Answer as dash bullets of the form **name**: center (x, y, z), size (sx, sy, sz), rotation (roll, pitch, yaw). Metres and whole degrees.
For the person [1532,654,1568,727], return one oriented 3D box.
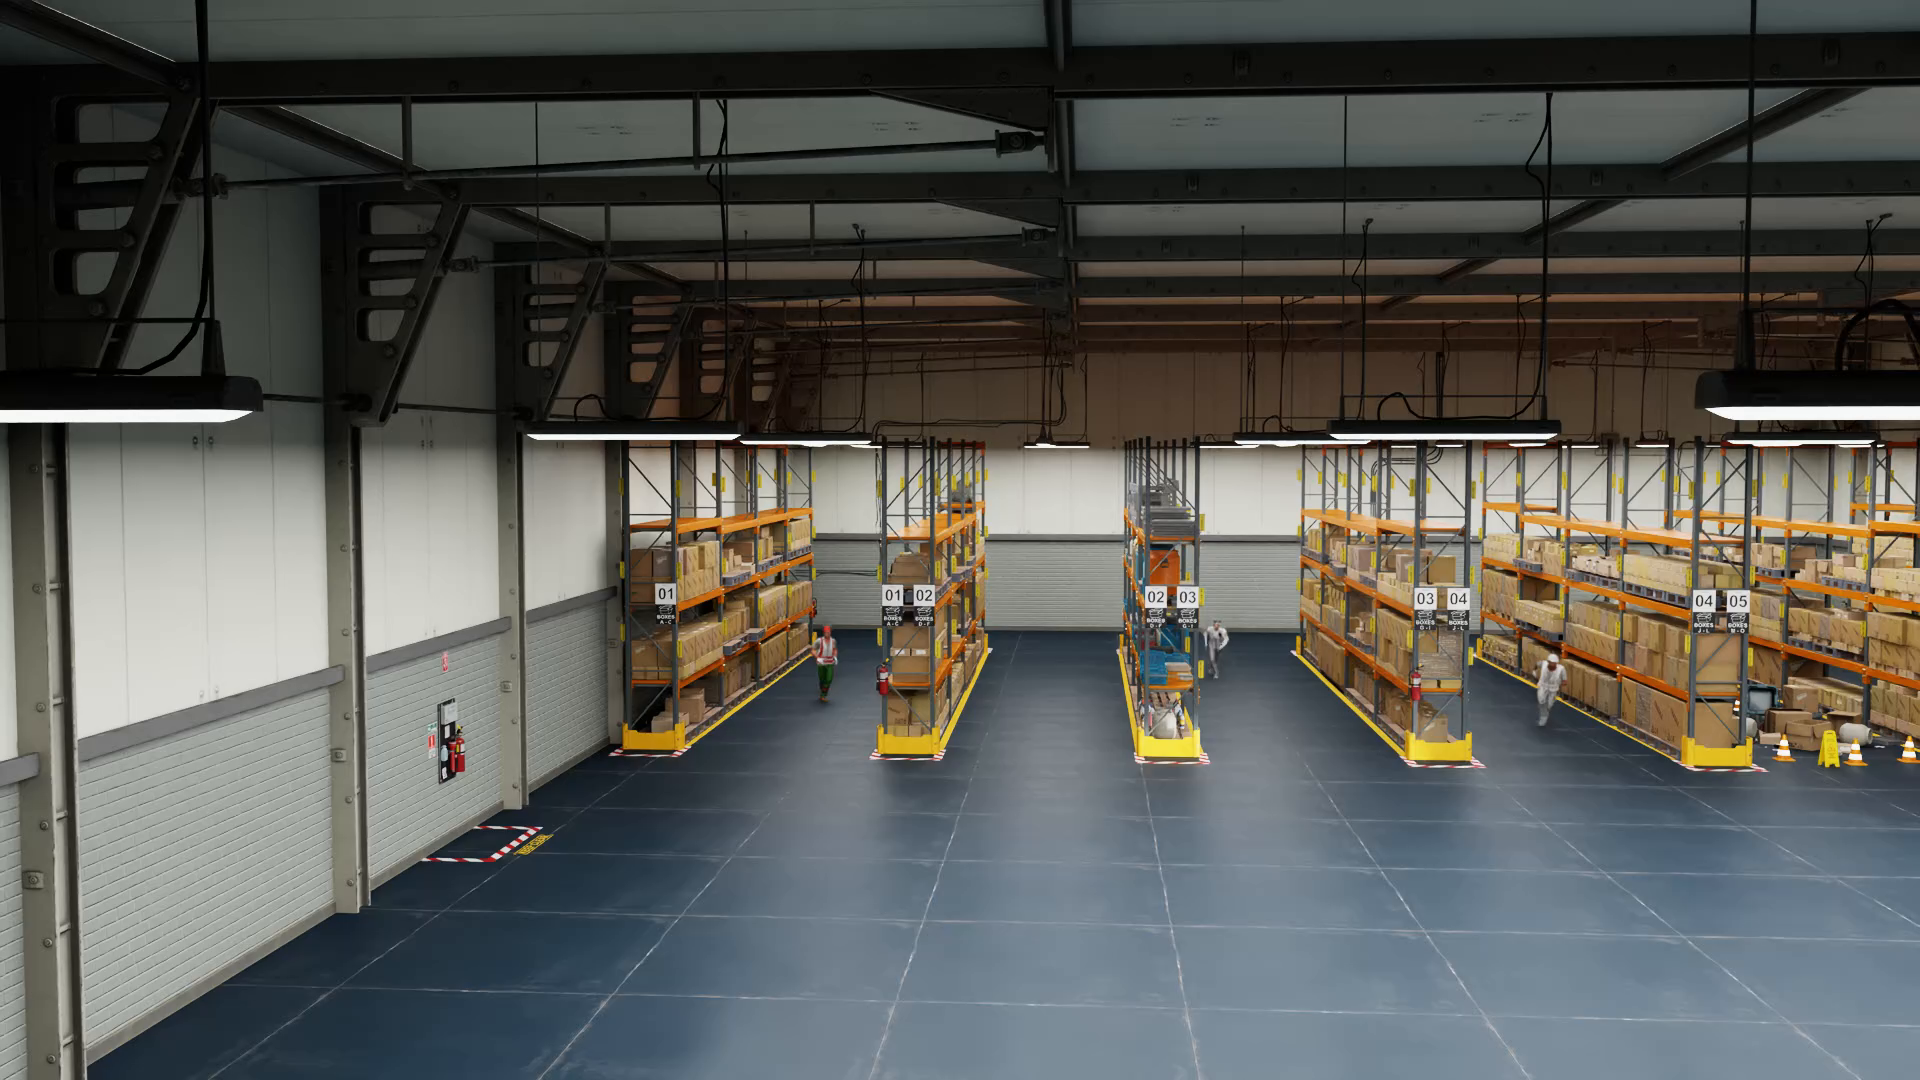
- **person**: center (12.188, 3.083, 34.342), size (0.641, 1.543, 1.093), rotation (1, 3, 14)

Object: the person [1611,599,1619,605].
- **person**: center (18.669, 2.292, 47.317), size (0.803, 1.845, 0.648), rotation (0, 3, -3)

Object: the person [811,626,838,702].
- **person**: center (-3.119, 2.823, 38.133), size (0.639, 1.733, 0.675), rotation (-1, 3, -18)

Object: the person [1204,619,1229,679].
- **person**: center (6.471, 2.724, 42.090), size (0.604, 1.516, 1.040), rotation (0, 3, 6)
